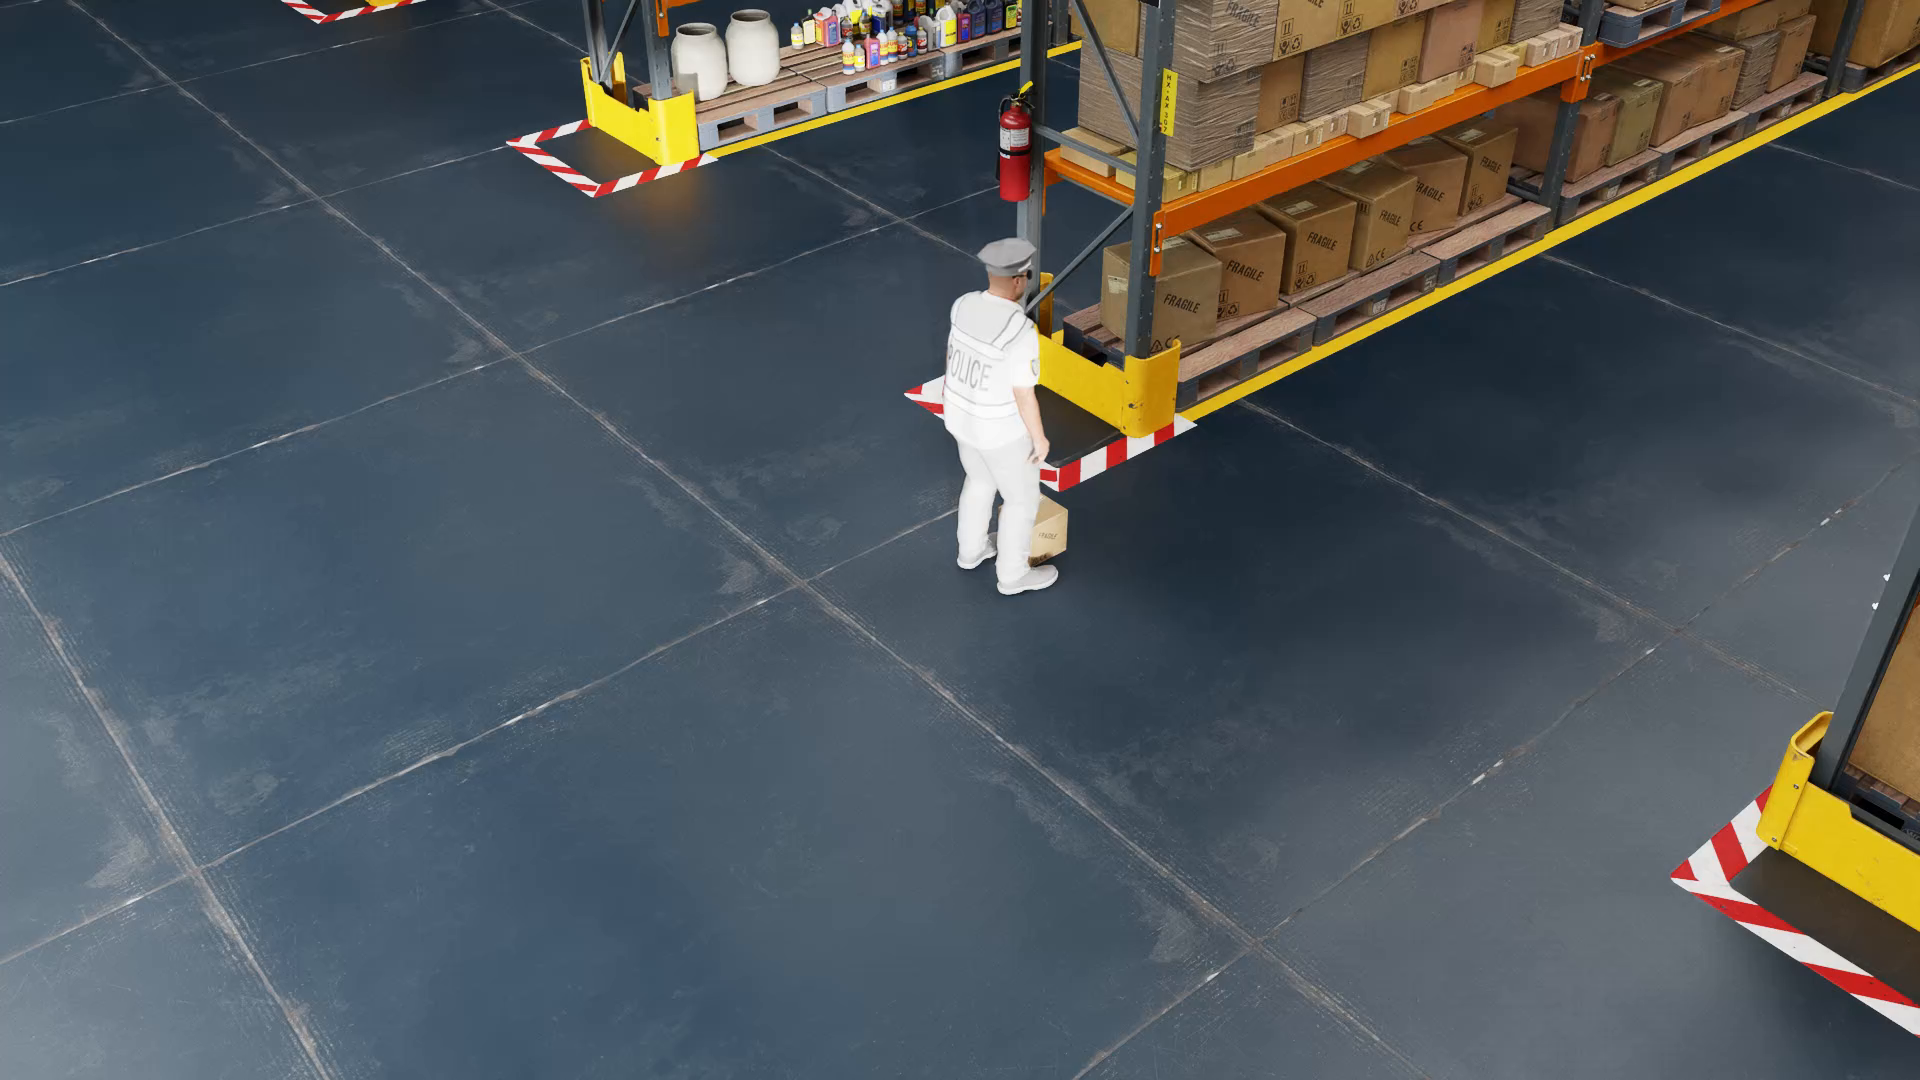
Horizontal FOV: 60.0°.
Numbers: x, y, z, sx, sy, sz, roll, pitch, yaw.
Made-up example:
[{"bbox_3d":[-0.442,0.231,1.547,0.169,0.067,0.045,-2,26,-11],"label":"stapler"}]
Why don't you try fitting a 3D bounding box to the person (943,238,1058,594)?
[{"bbox_3d":[0.167,-0.561,7.852,0.436,1.748,0.586,-26,43,-31],"label":"person"}]
